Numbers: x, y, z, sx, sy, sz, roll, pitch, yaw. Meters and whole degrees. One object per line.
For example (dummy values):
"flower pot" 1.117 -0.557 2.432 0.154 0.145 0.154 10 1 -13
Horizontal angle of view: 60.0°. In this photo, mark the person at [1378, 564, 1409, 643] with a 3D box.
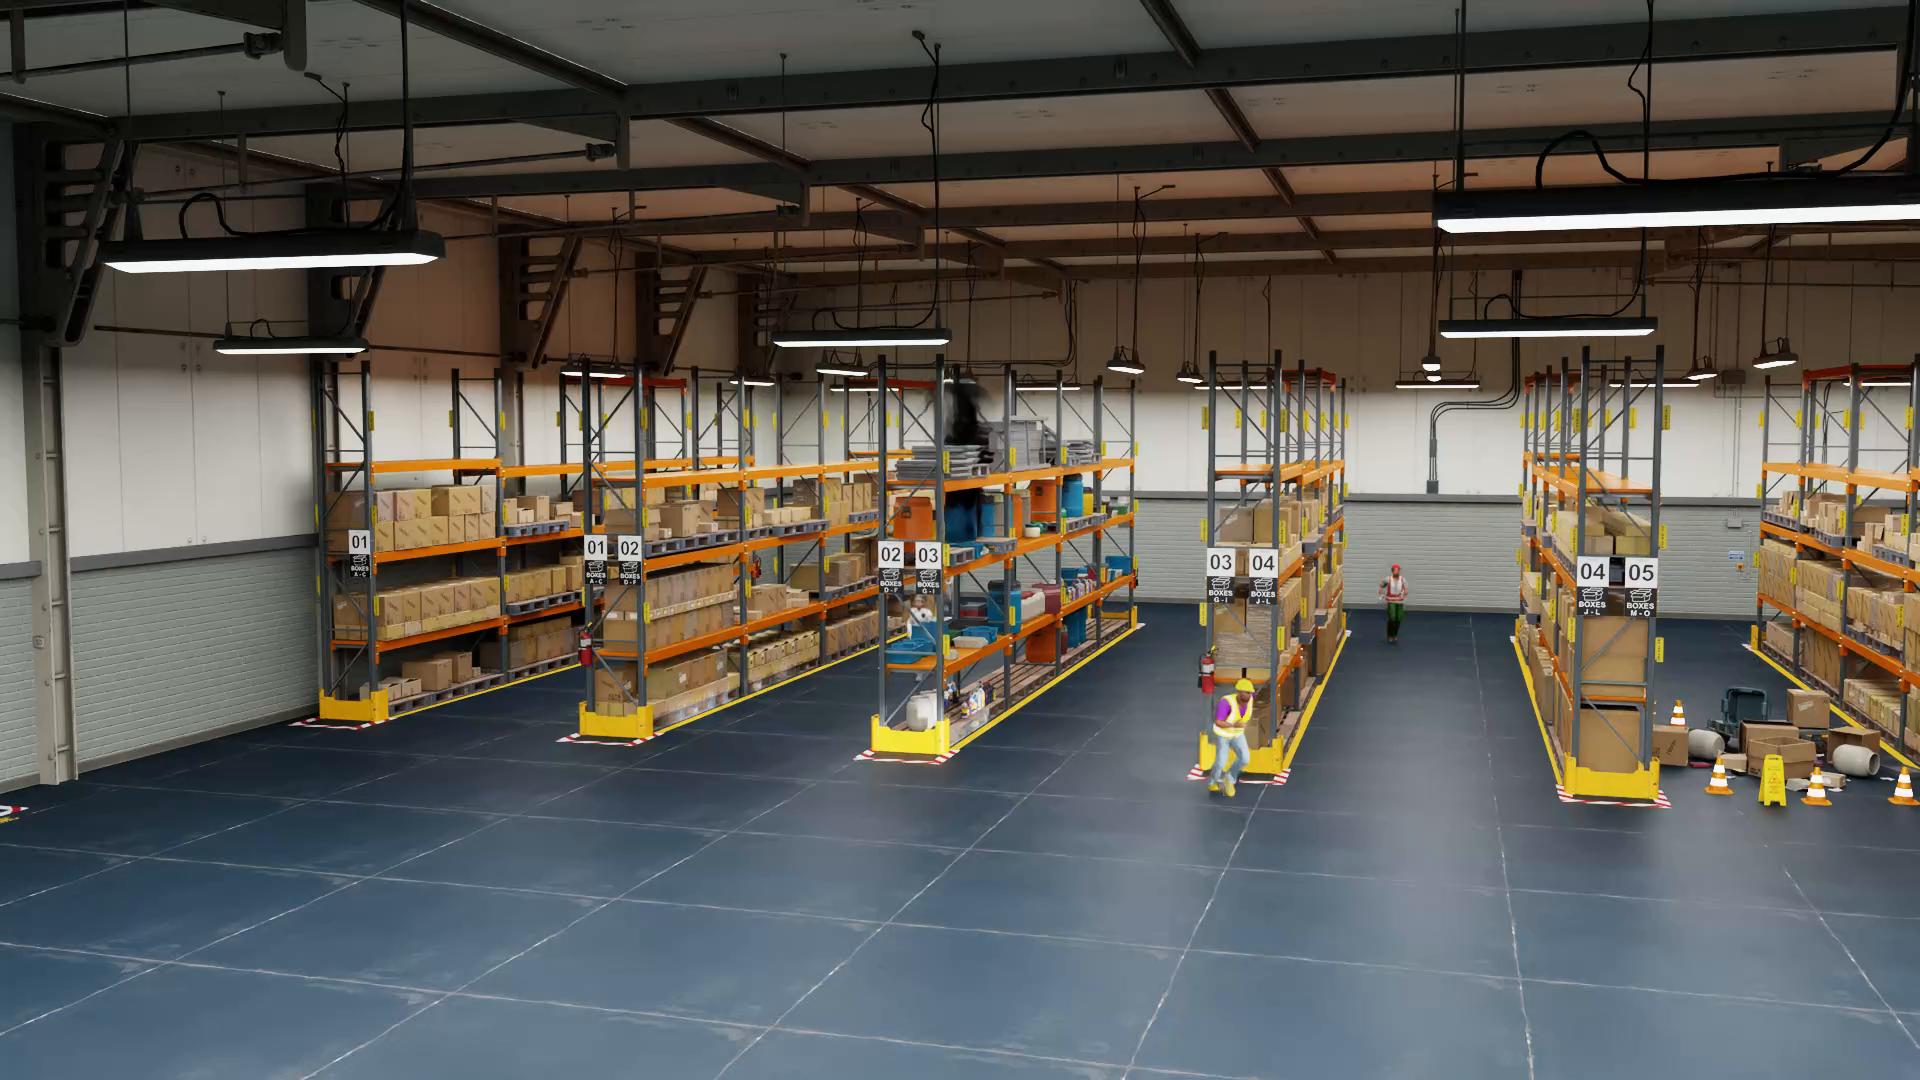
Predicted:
"person" 9.793 1.435 37.437 0.641 1.777 0.694 0 4 1

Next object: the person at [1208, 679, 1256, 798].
"person" 3.634 2.618 22.074 0.733 1.628 0.939 -2 5 -27

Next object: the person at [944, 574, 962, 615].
"person" -0.305 1.096 42.903 0.742 1.726 0.696 -2 5 -31

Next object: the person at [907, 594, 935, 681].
"person" -0.758 1.879 32.232 0.609 1.671 0.585 1 4 15
